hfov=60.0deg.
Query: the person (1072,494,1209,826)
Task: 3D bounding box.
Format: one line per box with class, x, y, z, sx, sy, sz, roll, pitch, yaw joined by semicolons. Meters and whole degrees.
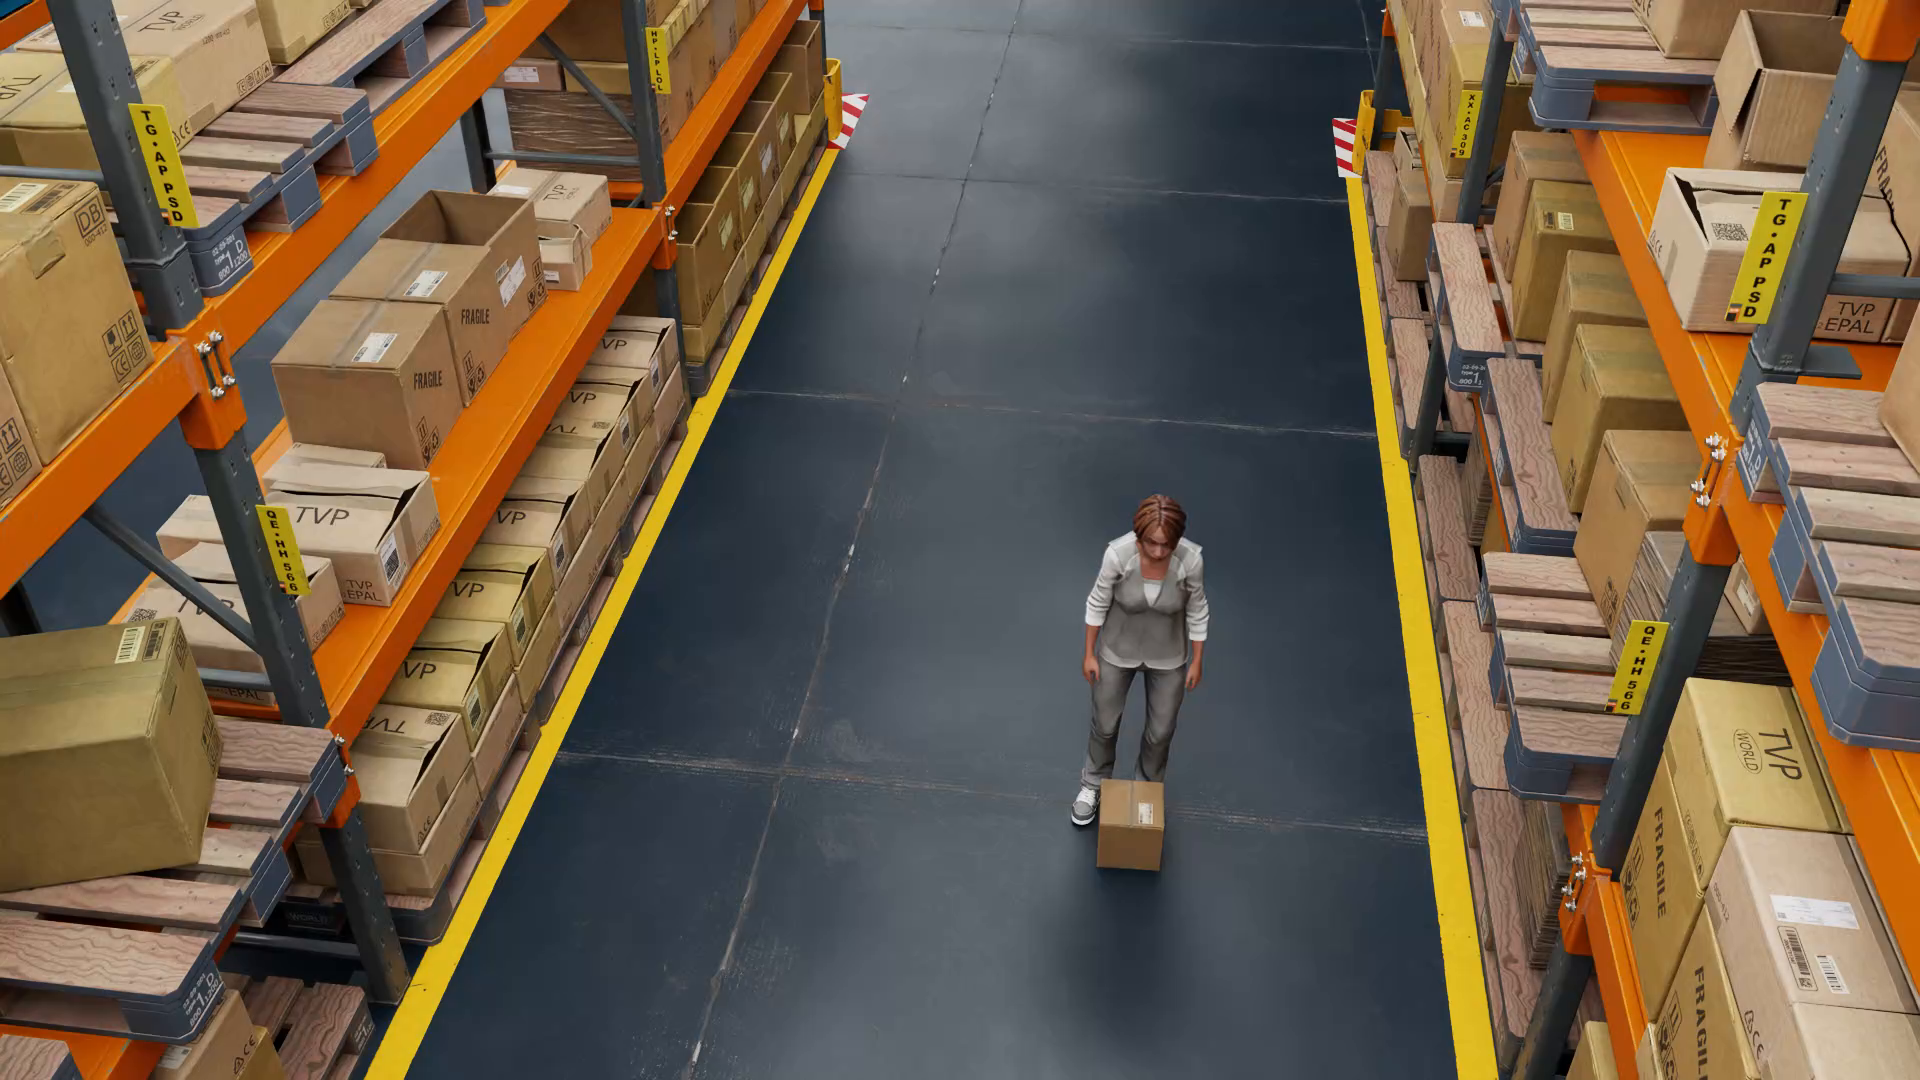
person;0.703;0.466;6.419;0.477;1.592;0.367;3;37;5
